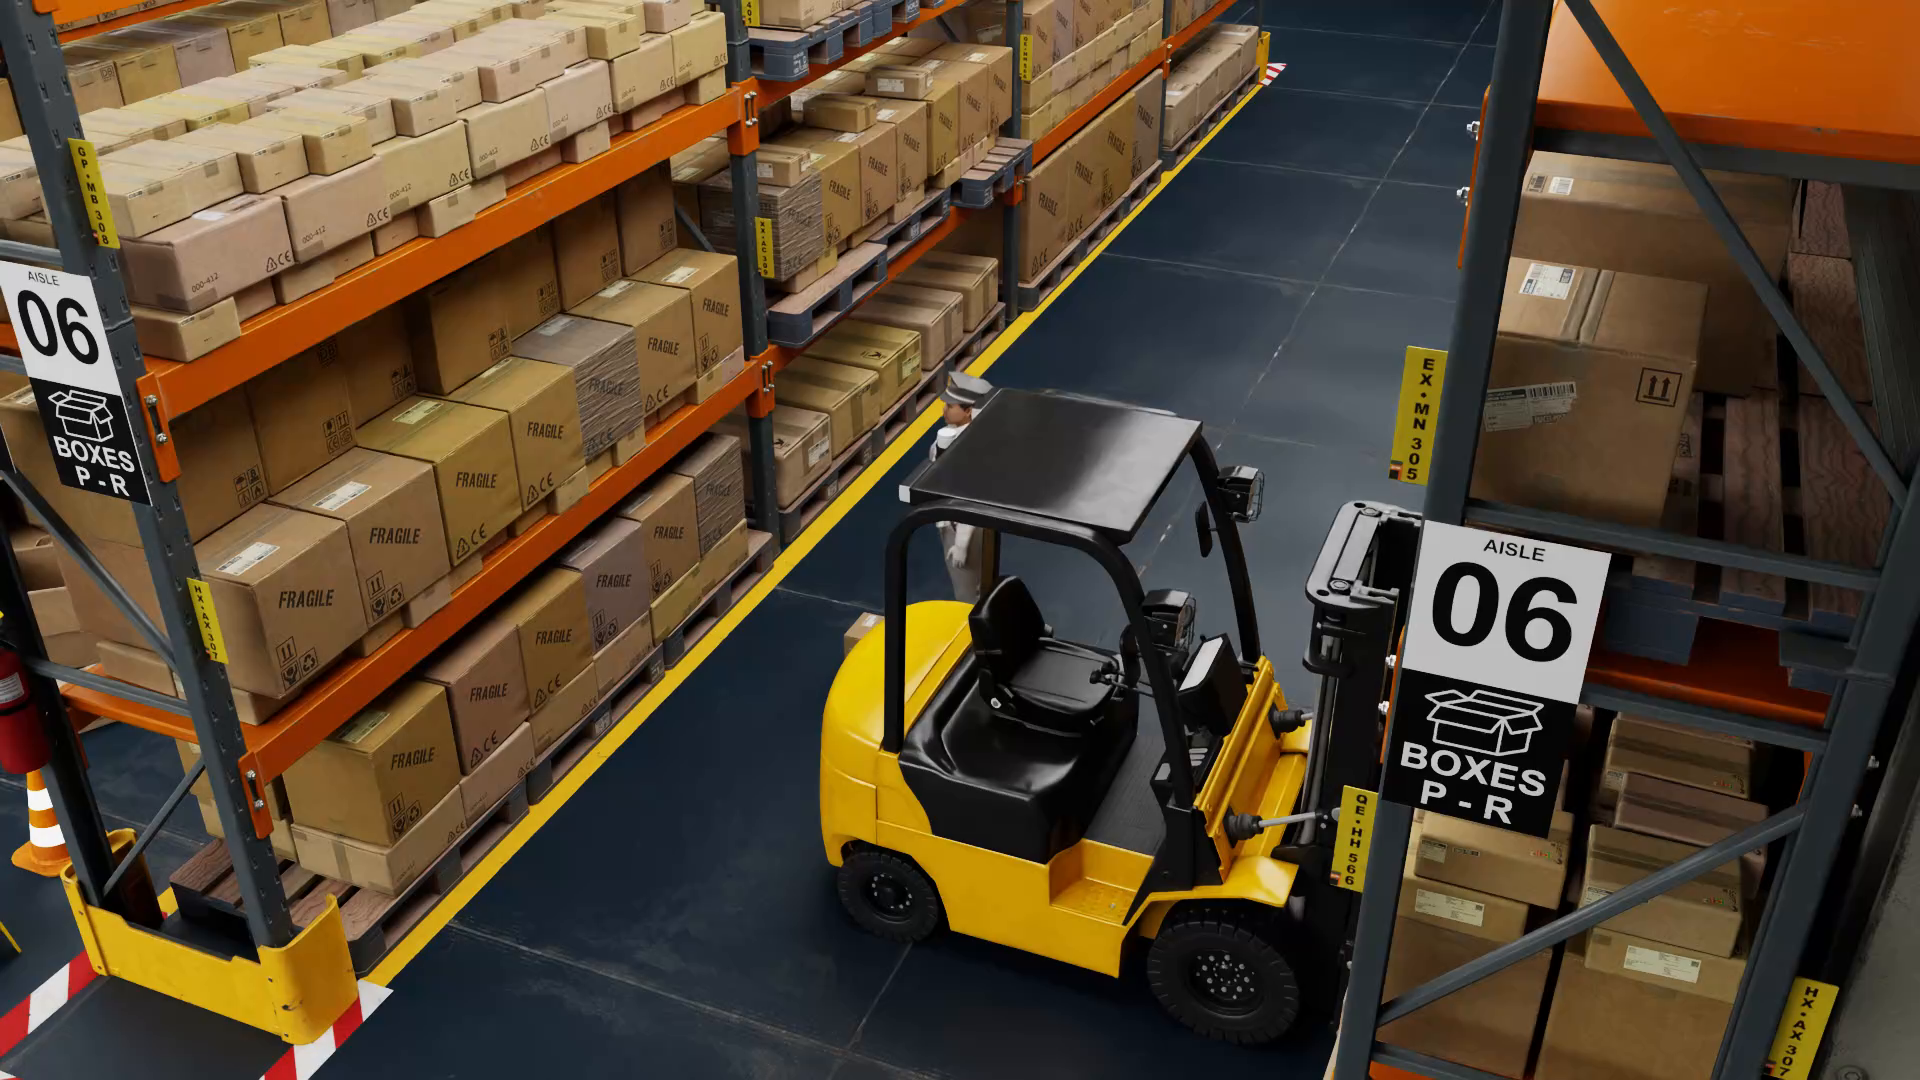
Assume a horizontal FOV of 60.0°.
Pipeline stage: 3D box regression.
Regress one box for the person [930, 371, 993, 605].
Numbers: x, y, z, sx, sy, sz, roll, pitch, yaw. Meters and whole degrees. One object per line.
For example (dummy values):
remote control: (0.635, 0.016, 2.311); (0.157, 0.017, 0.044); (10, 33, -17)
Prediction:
person: (0.001, -0.075, 8.492); (0.345, 1.692, 0.468); (-3, 30, -5)
